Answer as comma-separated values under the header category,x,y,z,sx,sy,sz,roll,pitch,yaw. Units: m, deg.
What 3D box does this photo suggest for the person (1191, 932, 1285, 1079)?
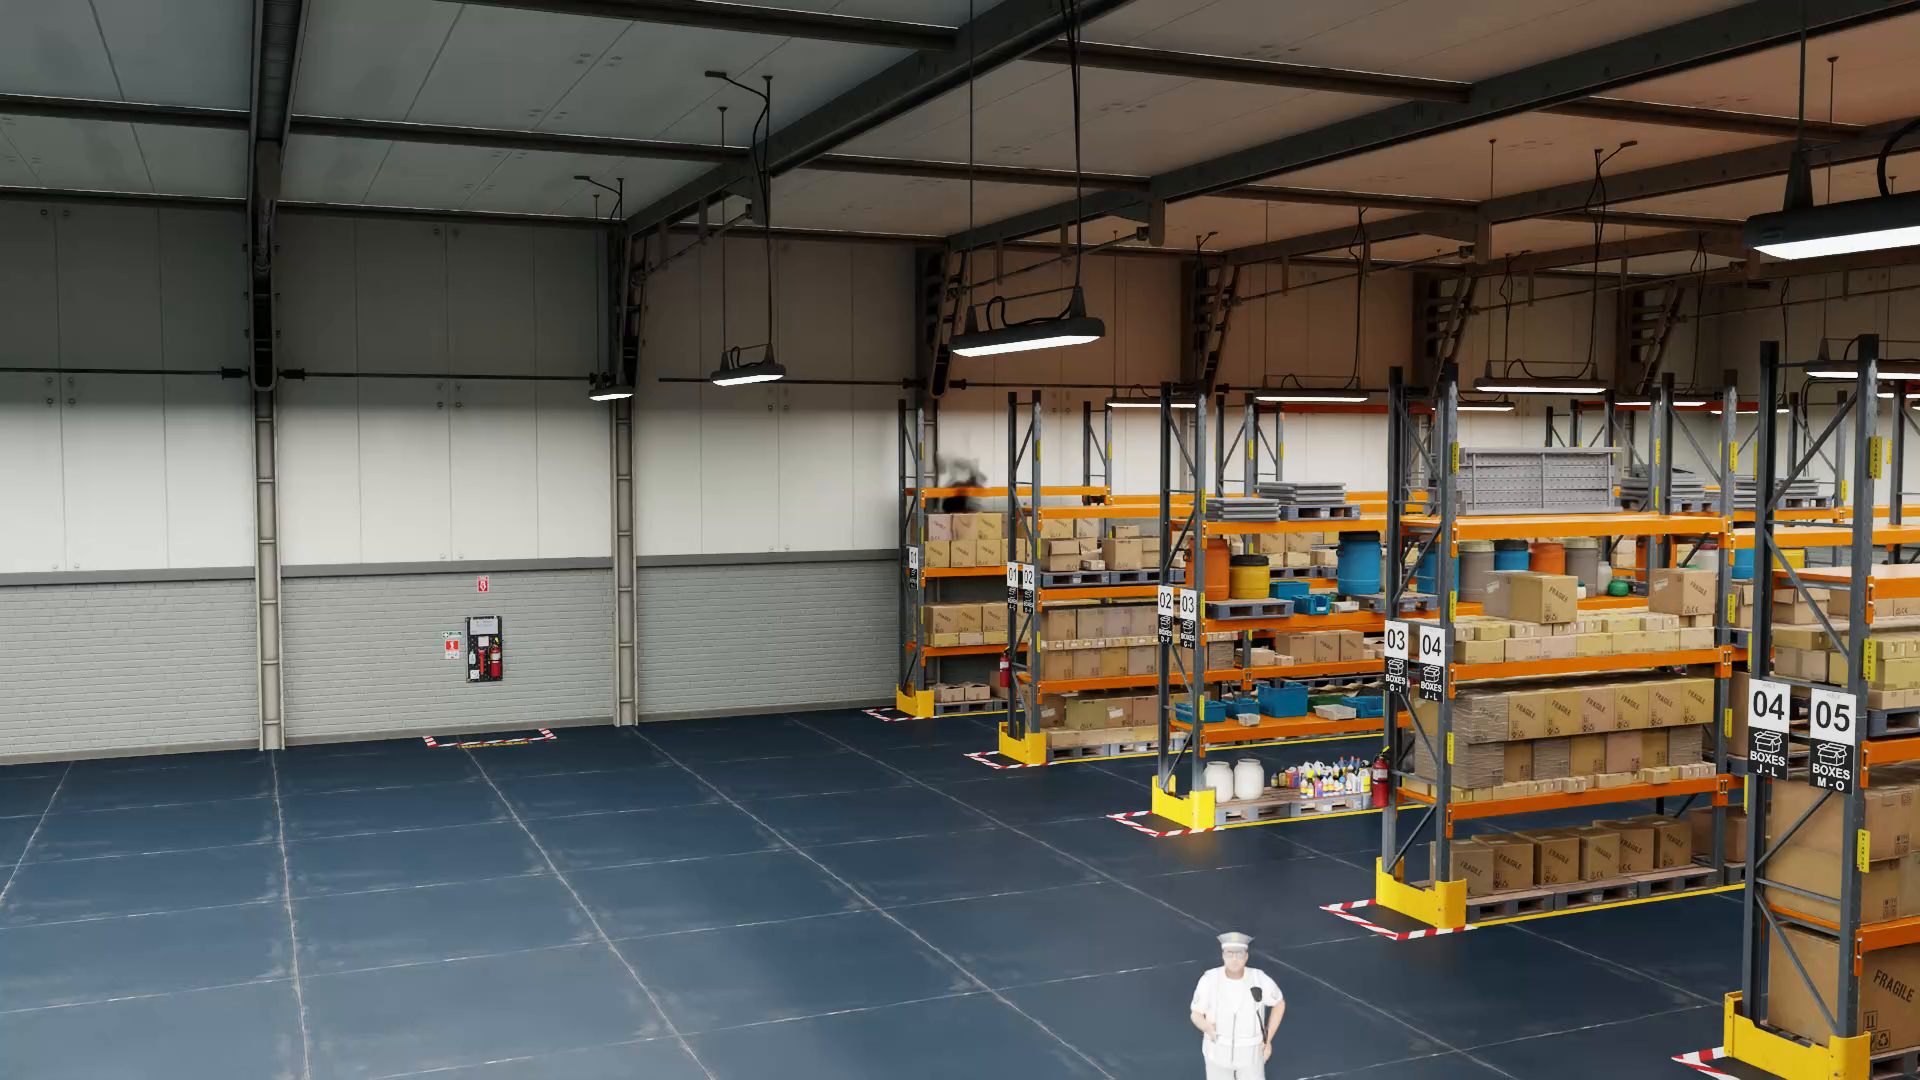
category,x,y,z,sx,sy,sz,roll,pitch,yaw
person,1.913,3.614,11.534,0.645,1.789,0.651,1,3,13

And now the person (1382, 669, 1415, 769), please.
category,x,y,z,sx,sy,sz,roll,pitch,yaw
person,6.982,2.748,26.264,0.706,1.812,0.656,-2,4,-26
